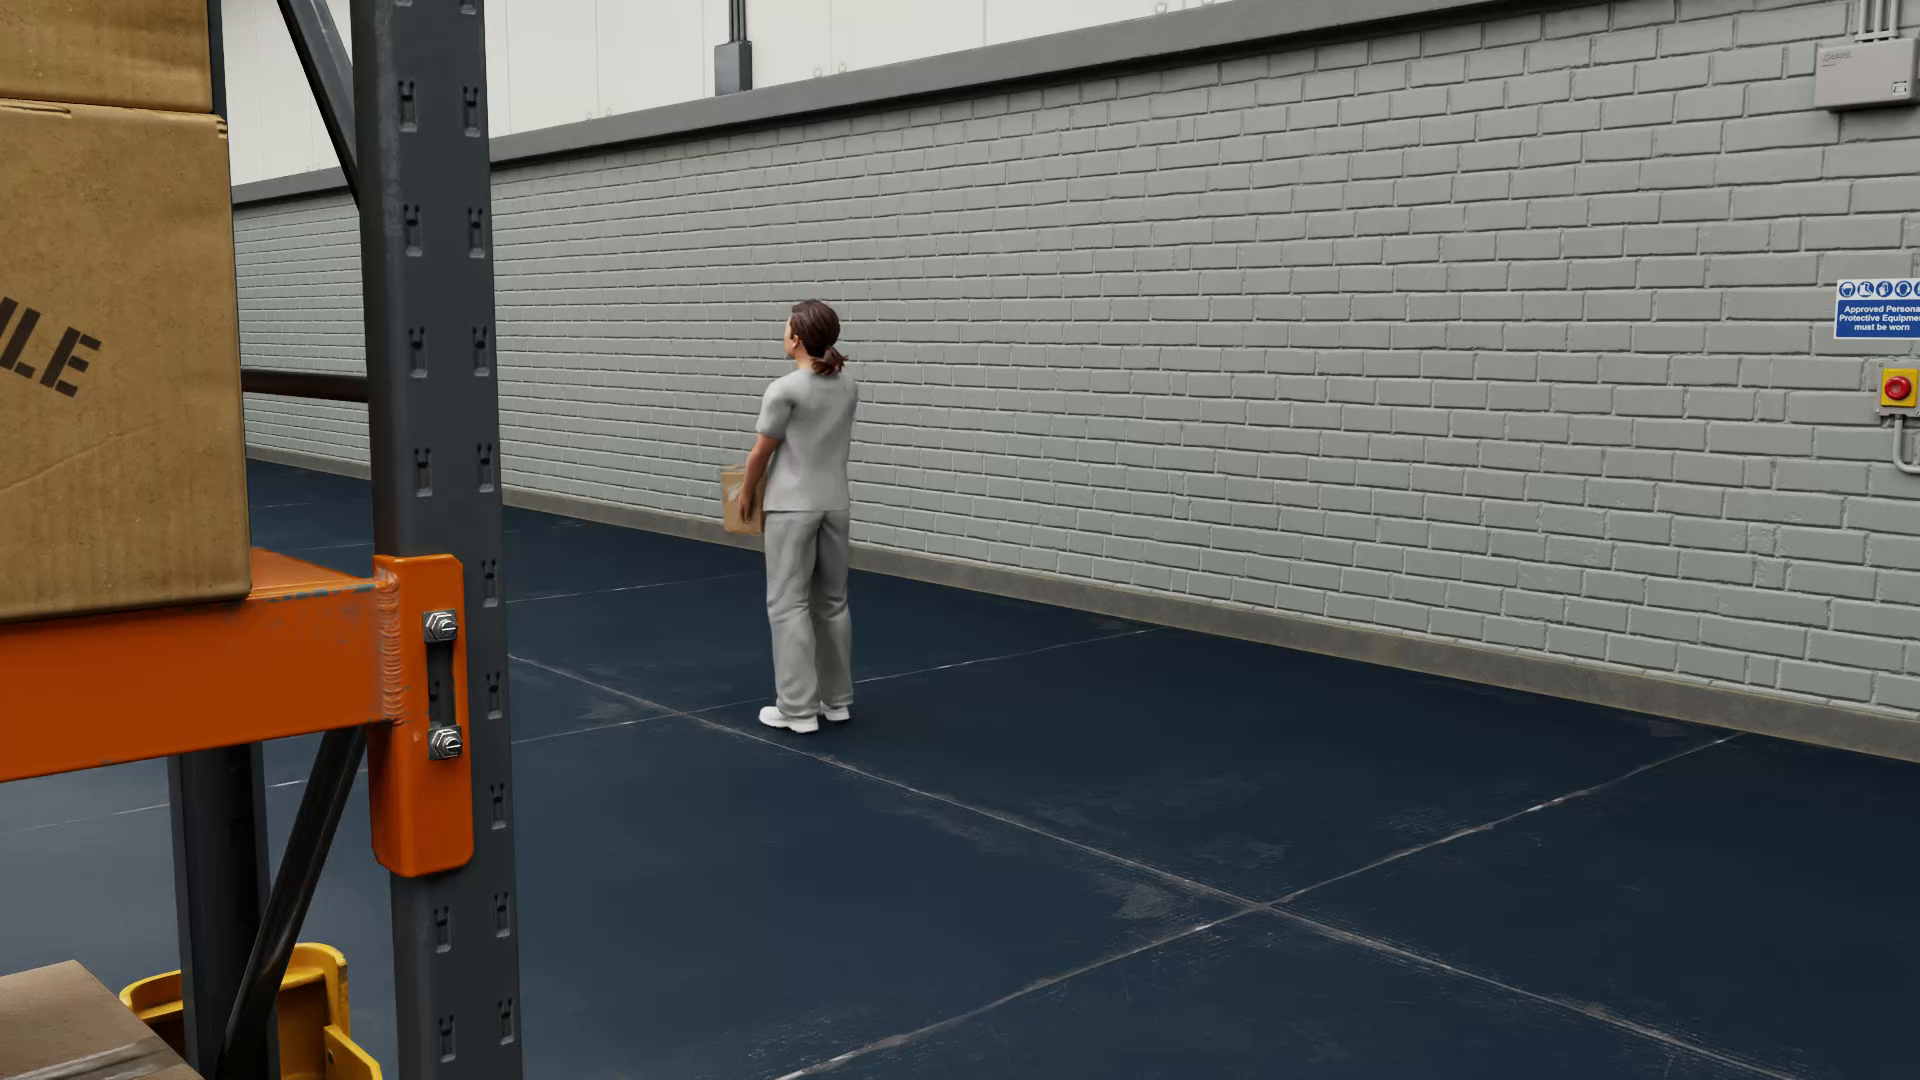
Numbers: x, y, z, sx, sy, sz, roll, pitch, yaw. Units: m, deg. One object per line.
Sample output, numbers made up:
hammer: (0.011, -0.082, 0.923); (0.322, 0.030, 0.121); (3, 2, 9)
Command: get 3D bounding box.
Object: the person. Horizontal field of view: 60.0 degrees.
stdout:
person: (-0.617, -0.092, 6.481); (0.480, 1.677, 0.497); (-7, 10, -42)
